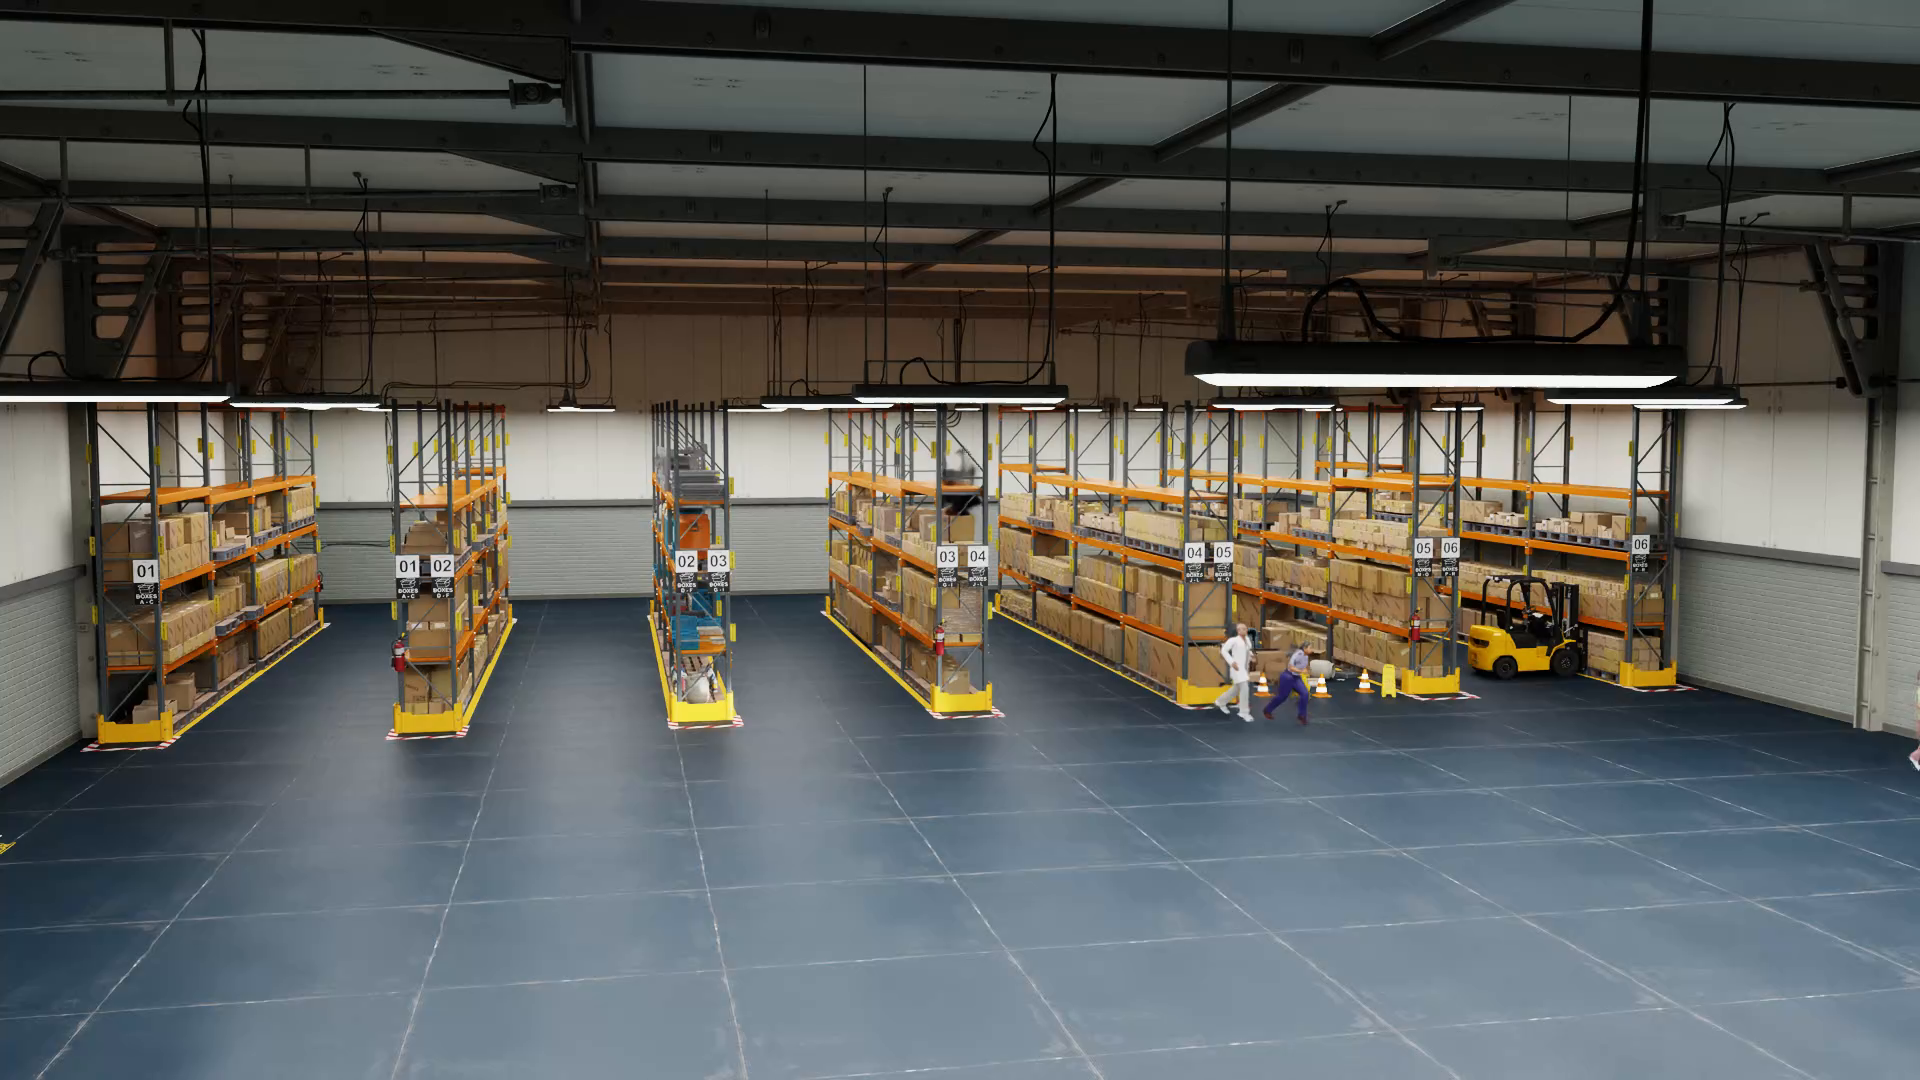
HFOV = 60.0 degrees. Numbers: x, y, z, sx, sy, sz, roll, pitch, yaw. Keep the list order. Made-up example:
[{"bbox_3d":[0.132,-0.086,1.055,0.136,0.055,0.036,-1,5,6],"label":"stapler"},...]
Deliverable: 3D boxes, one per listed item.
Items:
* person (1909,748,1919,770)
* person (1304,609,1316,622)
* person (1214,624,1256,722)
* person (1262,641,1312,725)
[{"bbox_3d":[15.522,2.884,26.194,0.582,1.620,1.066,-2,5,-23],"label":"person"},{"bbox_3d":[9.578,1.461,45.597,0.550,1.717,0.781,-2,5,-27],"label":"person"},{"bbox_3d":[5.219,2.480,31.347,0.920,1.816,0.717,4,6,40],"label":"person"},{"bbox_3d":[6.090,2.646,30.886,0.952,1.611,0.648,3,5,33],"label":"person"}]
